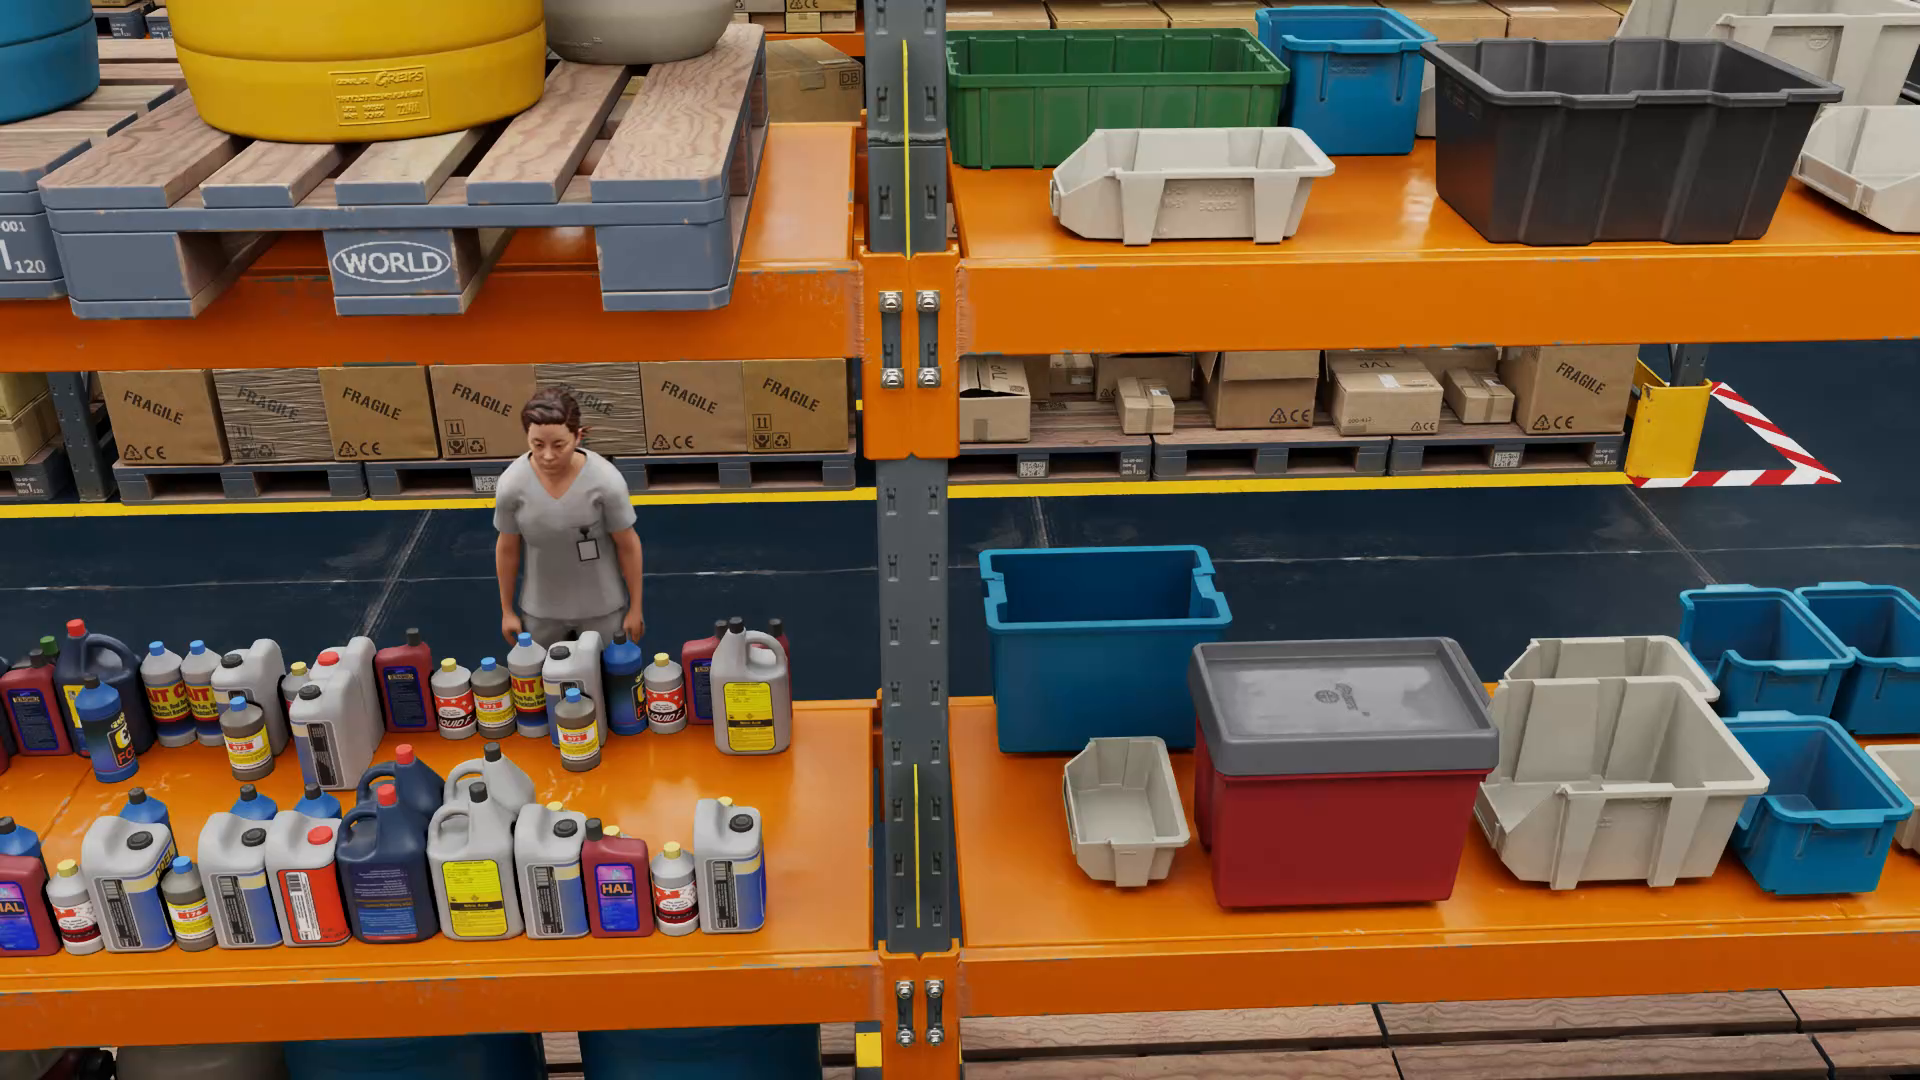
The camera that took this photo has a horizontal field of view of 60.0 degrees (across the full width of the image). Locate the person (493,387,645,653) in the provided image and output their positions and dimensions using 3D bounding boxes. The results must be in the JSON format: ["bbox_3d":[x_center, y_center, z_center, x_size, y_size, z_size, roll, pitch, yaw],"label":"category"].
[{"bbox_3d":[-1.311,0.250,5.645,0.490,1.673,0.354,-1,28,-3],"label":"person"}]
